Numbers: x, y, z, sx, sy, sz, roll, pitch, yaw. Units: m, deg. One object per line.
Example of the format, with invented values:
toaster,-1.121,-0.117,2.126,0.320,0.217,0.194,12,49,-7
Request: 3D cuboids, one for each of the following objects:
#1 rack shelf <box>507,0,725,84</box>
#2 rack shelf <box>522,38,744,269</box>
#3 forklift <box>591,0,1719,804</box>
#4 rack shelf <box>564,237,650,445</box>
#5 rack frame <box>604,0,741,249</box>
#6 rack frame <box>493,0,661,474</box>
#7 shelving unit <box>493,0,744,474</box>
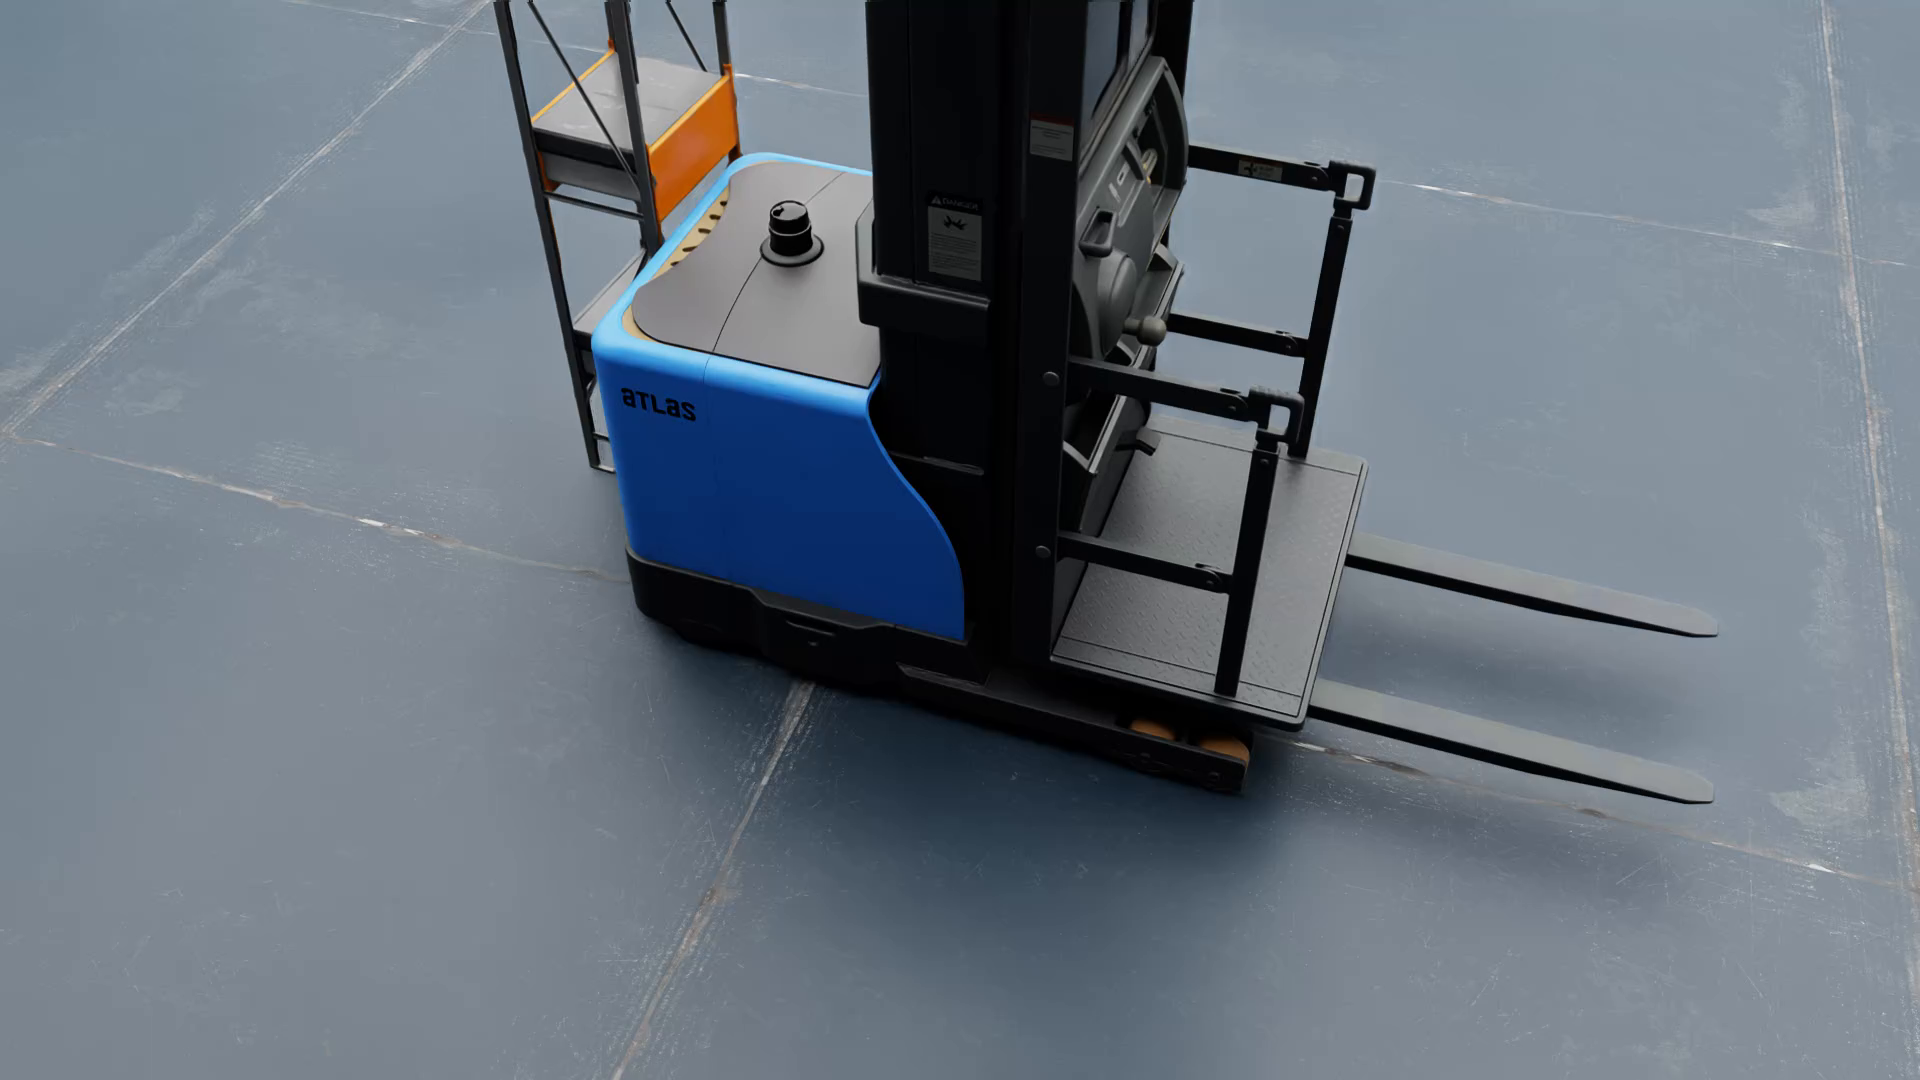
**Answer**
rack shelf,-0.942,-1.590,4.392,0.431,0.518,0.480,16,47,16
rack shelf,-0.942,-1.090,4.882,0.431,0.518,0.480,16,47,16
forklift,0.603,-0.784,3.956,3.031,2.935,1.130,14,46,14
rack shelf,-0.942,-0.589,5.371,0.431,0.518,0.480,16,47,16
rack frame,-0.848,-1.257,5.033,0.400,2.100,0.015,16,47,16
rack frame,-1.035,-0.942,4.711,0.400,2.100,0.015,16,47,16
shelving unit,-0.942,-1.099,4.872,0.431,2.100,0.503,16,47,16
